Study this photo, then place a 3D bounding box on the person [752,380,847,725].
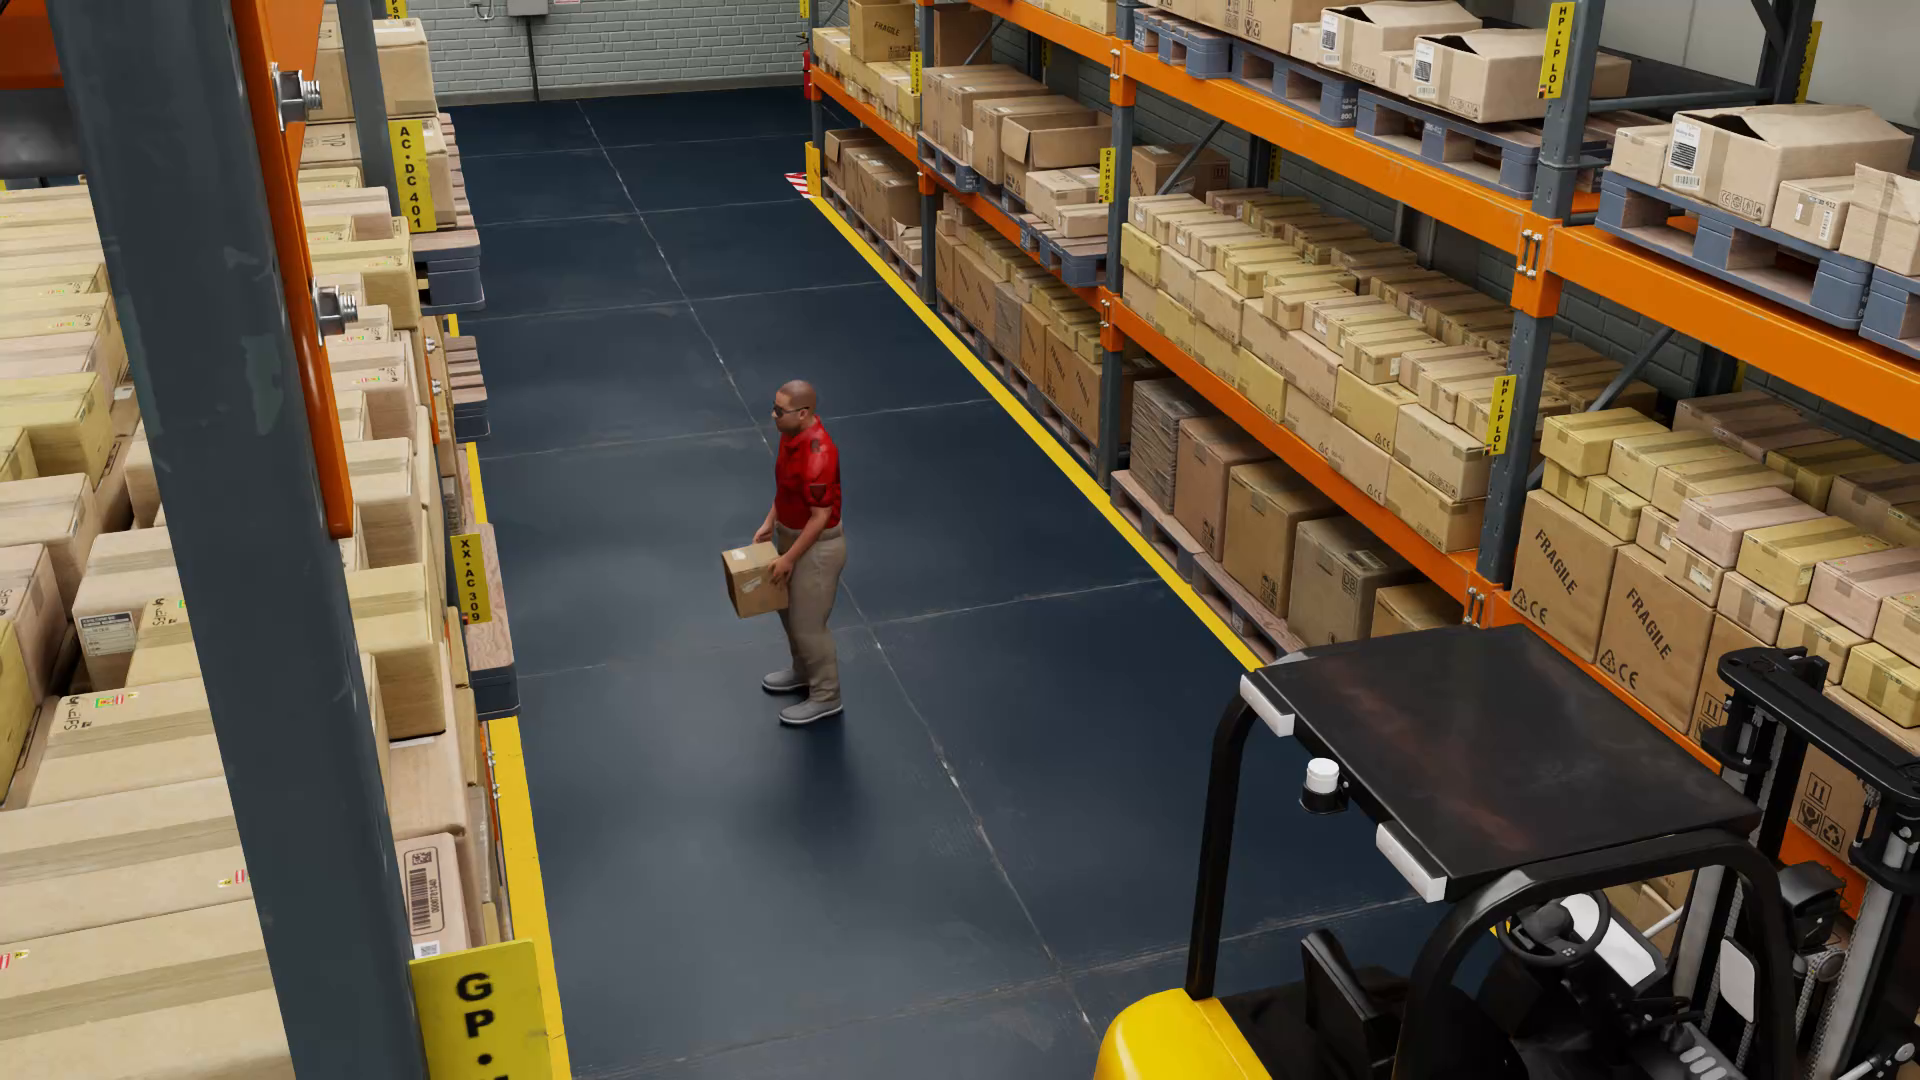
[{"bbox_3d":[-0.772,0.043,8.033,0.418,1.733,0.542,-9,27,-17],"label":"person"}]
